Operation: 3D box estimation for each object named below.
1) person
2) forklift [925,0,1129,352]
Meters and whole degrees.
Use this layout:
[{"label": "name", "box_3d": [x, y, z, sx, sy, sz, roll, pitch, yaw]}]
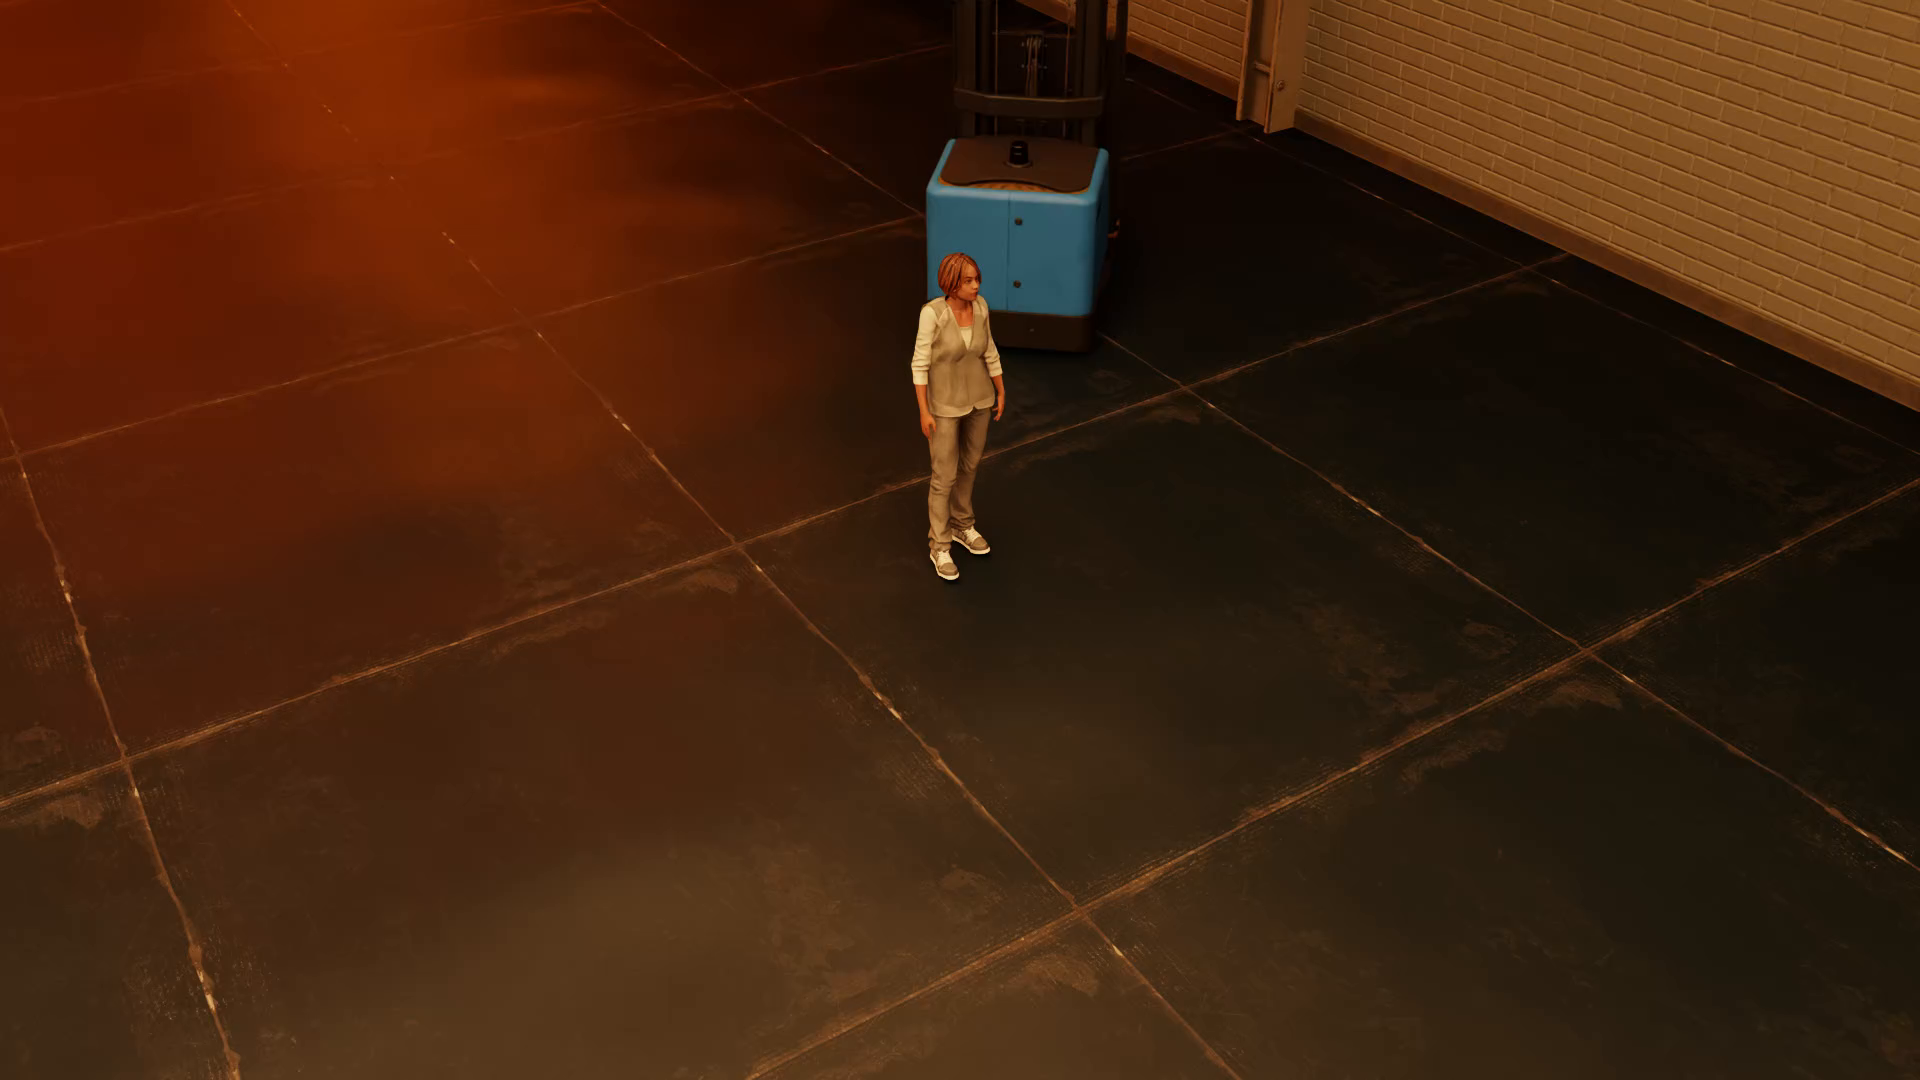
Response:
[{"label": "person", "box_3d": [0.029, -0.619, 8.177, 0.521, 1.599, 0.473, -21, 40, -27]}, {"label": "forklift", "box_3d": [0.540, -3.193, 10.692, 1.130, 2.935, 3.031, 6, 35, 8]}]
